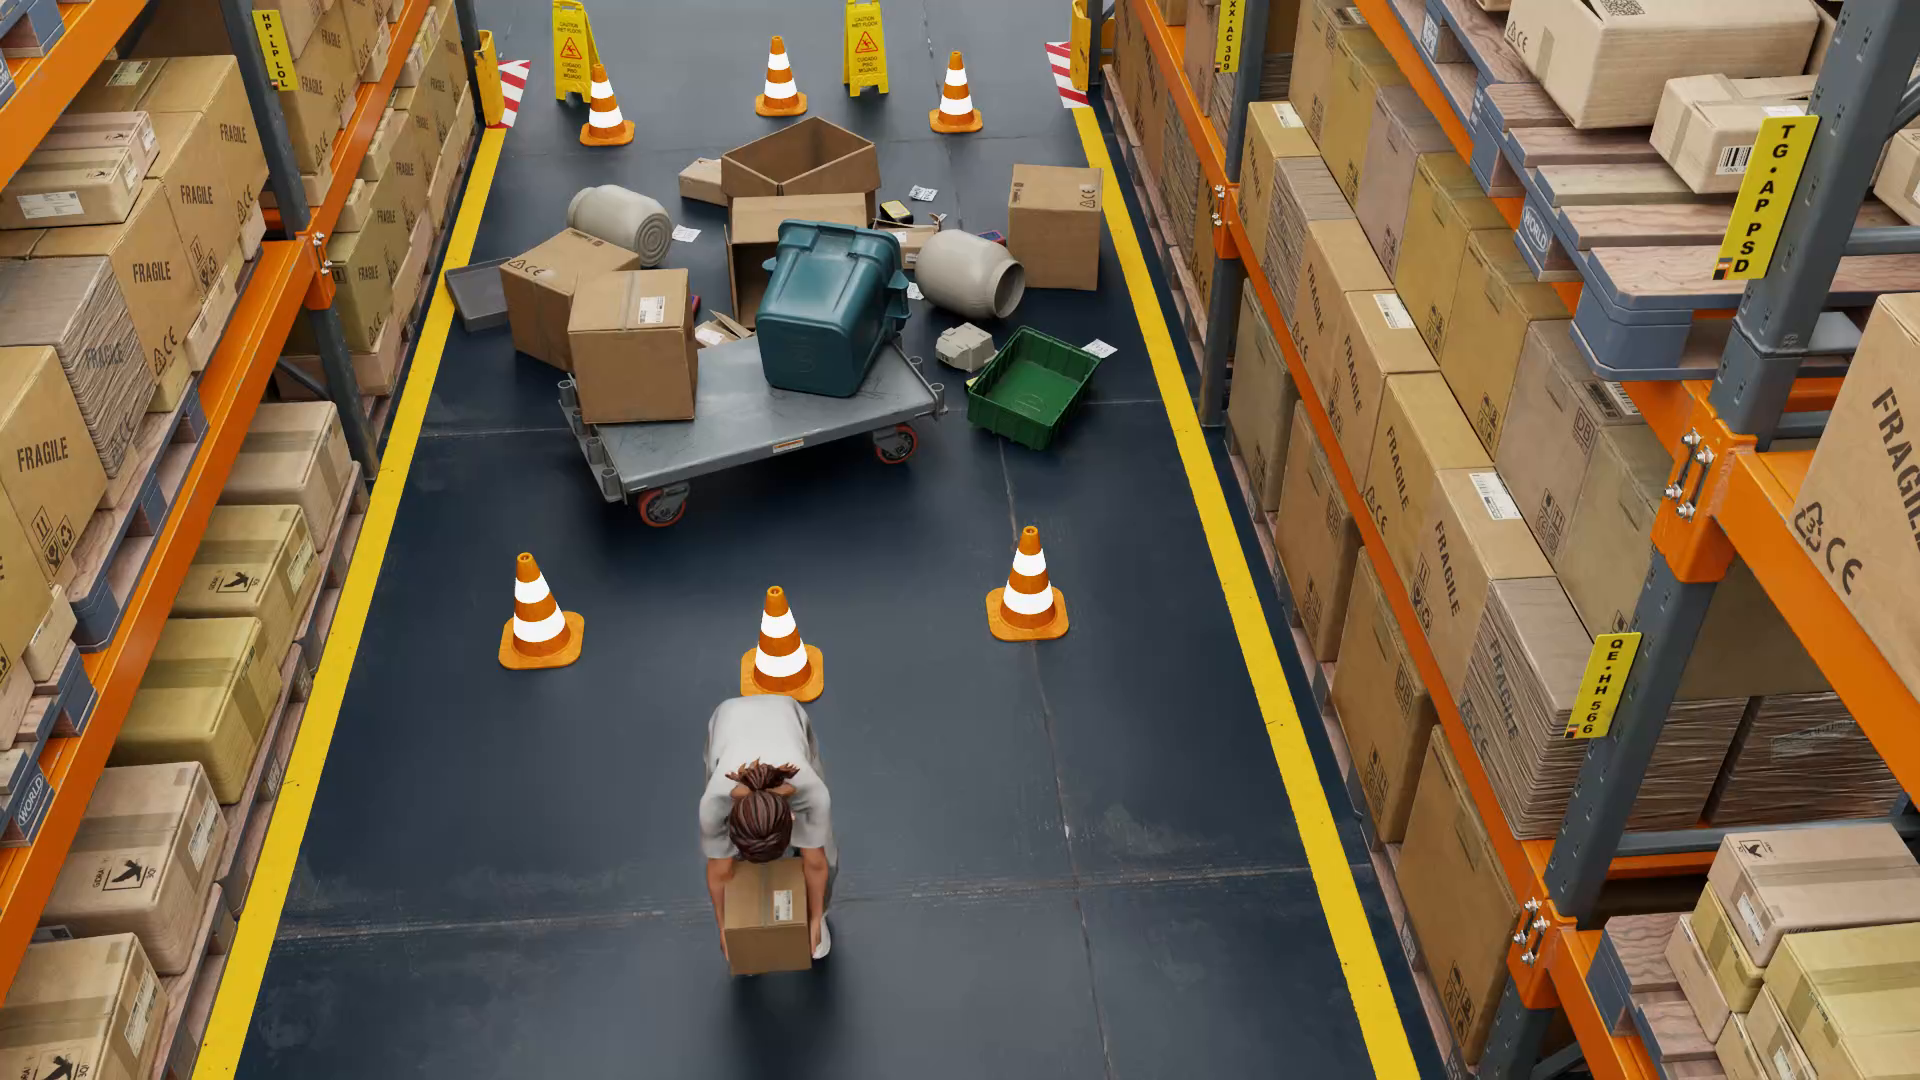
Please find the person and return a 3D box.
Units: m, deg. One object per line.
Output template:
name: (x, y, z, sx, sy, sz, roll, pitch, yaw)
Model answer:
person: (-0.600, 1.009, 5.285, 0.427, 1.217, 0.836, -5, 39, -5)
